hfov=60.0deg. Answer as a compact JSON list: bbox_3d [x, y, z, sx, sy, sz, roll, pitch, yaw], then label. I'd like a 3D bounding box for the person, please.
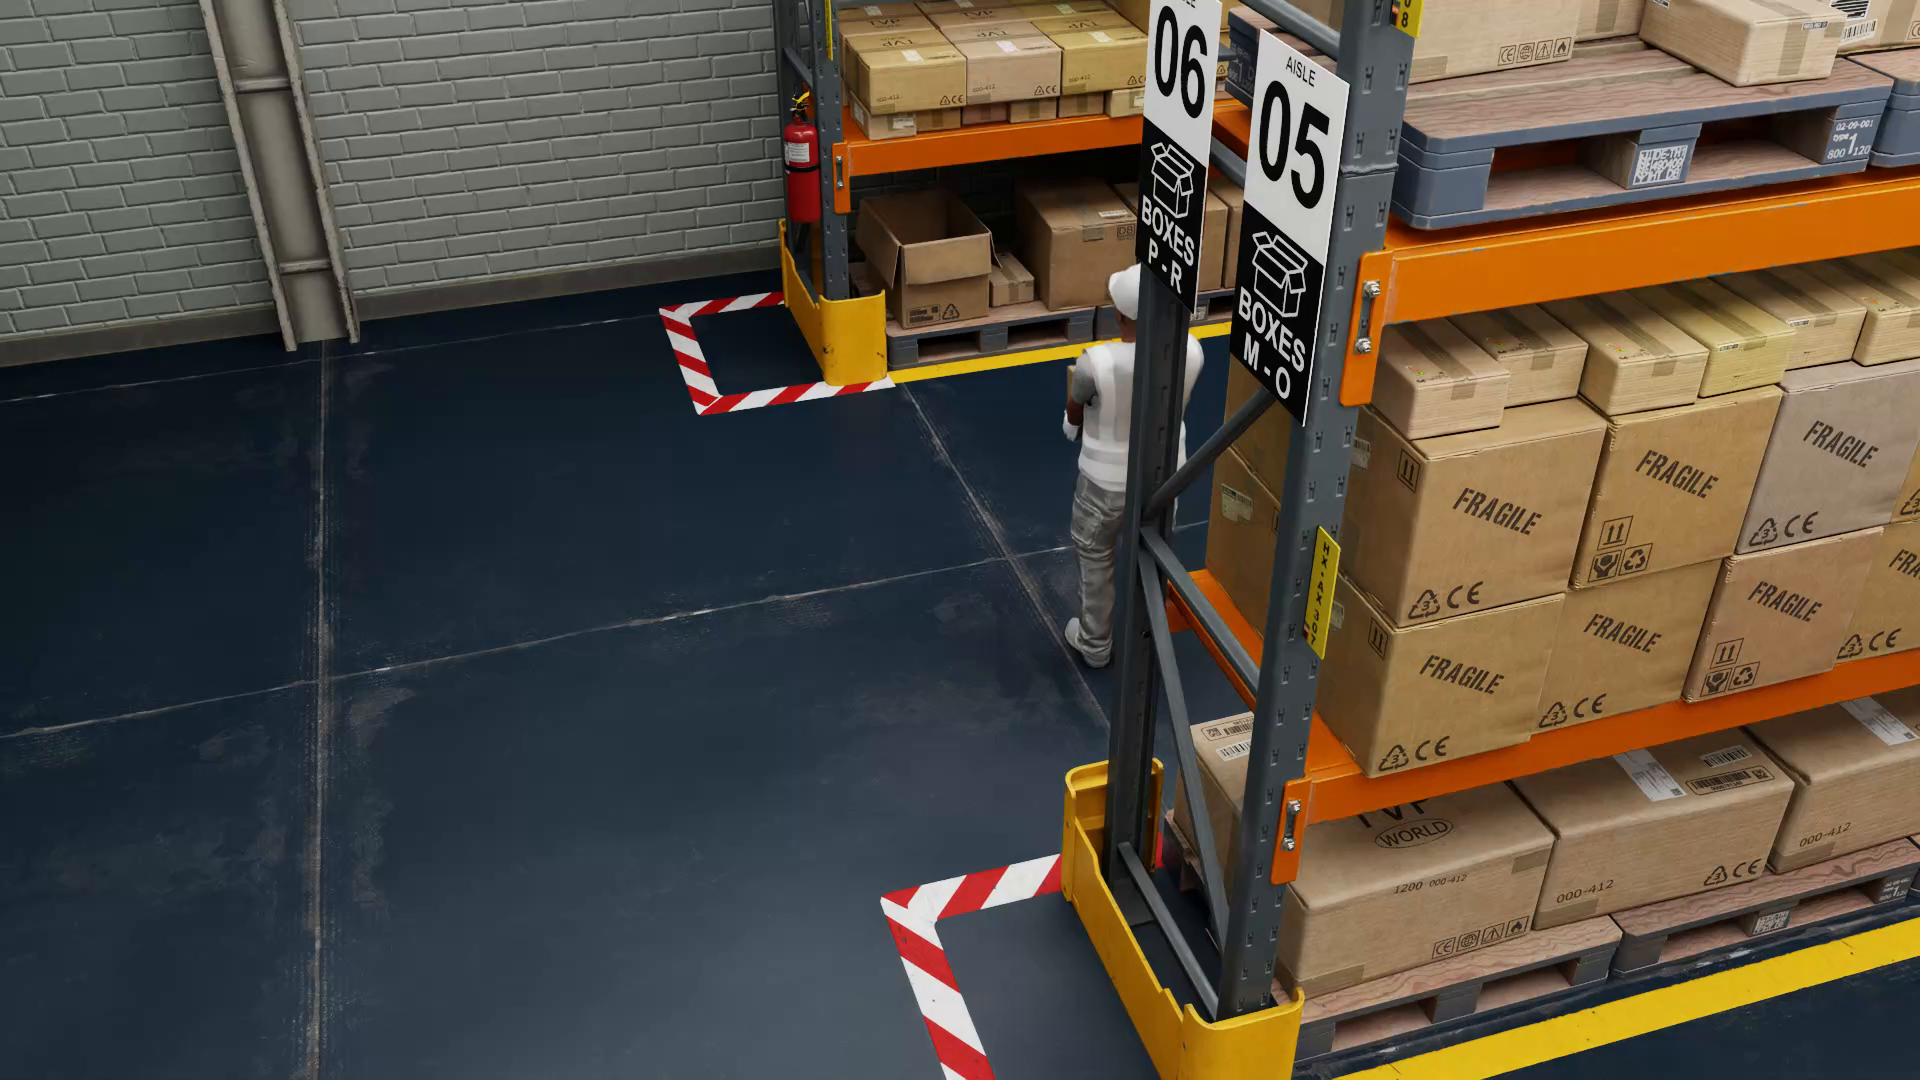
[{"bbox_3d":[0.627,-0.330,6.624,0.488,1.778,0.583,-9,35,-14],"label":"person"}]
